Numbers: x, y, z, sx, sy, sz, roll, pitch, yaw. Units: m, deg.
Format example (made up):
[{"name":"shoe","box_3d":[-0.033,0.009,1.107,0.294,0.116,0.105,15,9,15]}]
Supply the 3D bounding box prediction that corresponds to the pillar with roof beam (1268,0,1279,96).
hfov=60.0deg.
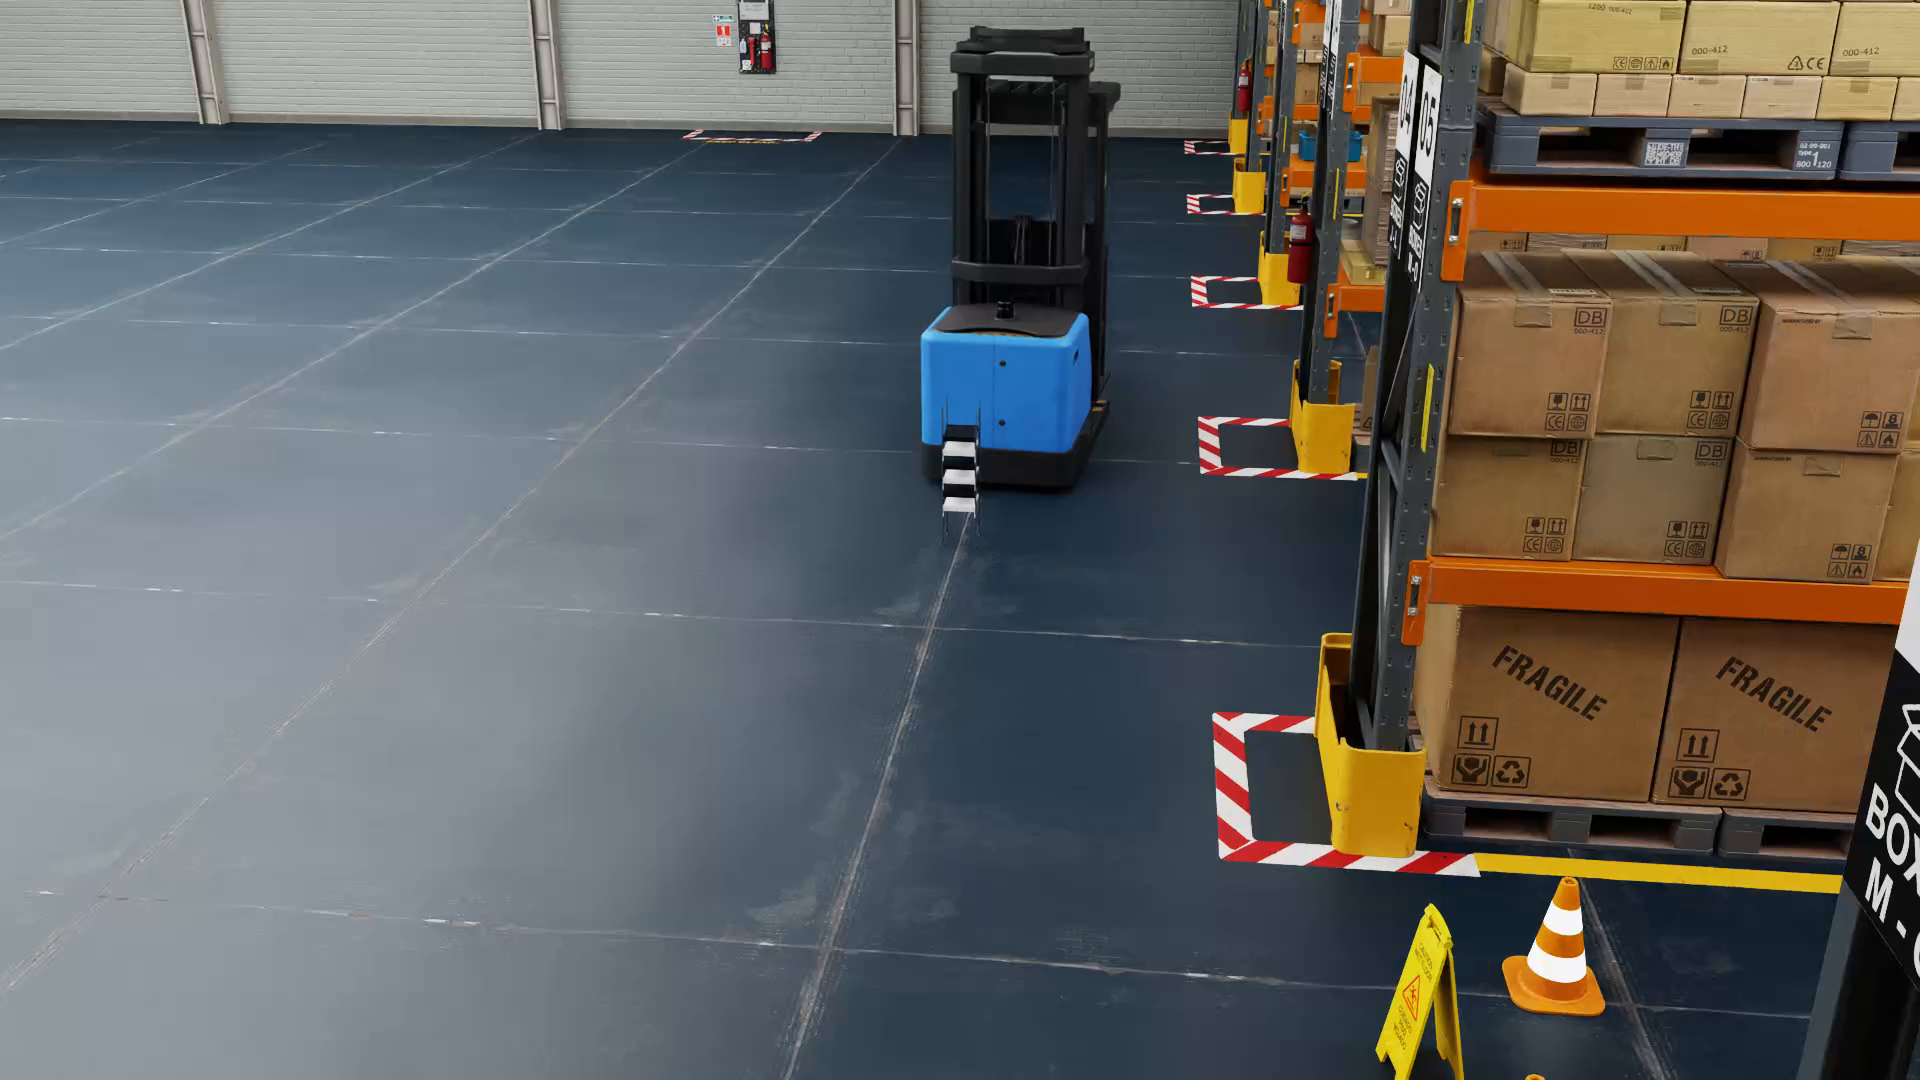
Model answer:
[{"name":"pillar with roof beam","box_3d":[4.577,-9.001,20.968,0.400,9.000,9.100,2,22,6]}]

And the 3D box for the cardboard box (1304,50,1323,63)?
[{"name":"cardboard box","box_3d":[4.334,-5.931,20.344,0.250,0.149,0.380,2,22,5]}]

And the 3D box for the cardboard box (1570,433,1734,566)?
[{"name":"cardboard box","box_3d":[2.776,-0.320,6.966,0.550,0.550,0.875,2,22,6]}]

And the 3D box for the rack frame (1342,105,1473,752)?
[{"name":"rack frame","box_3d":[1.854,-0.266,7.032,0.127,3.000,1.000,2,22,6]}]

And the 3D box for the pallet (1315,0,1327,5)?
[{"name":"pallet","box_3d":[3.931,-5.116,15.478,1.213,0.211,1.003,2,22,6]}]

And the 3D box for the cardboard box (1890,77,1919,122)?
[{"name":"cardboard box","box_3d":[3.410,-1.599,5.960,0.250,0.149,0.380,2,22,6]}]

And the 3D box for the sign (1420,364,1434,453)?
[{"name":"sign","box_3d":[1.783,-0.503,6.347,0.005,0.325,0.100,2,22,6]}]

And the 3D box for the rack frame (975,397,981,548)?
[{"name":"rack frame","box_3d":[0.109,-0.414,10.262,0.006,0.900,0.240,2,22,6]}]

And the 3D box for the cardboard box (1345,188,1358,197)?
[{"name":"cardboard box","box_3d":[4.711,-4.481,20.863,0.500,0.250,0.500,2,22,6]}]

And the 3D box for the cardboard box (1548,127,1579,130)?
[{"name":"cardboard box","box_3d":[4.044,-2.553,10.918,0.500,0.500,0.500,2,22,6]}]

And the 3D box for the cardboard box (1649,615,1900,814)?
[{"name":"cardboard box","box_3d":[3.409,0.570,7.238,0.875,0.875,0.875,2,22,5]}]

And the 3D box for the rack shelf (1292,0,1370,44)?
[{"name":"rack shelf","box_3d":[5.107,-4.854,15.538,4.000,0.370,1.077,2,22,6]}]

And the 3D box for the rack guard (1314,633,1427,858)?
[{"name":"rack guard","box_3d":[1.830,0.896,7.494,0.348,0.500,1.175,2,22,6]}]

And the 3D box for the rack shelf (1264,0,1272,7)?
[{"name":"rack shelf","box_3d":[5.694,-6.663,20.112,4.000,0.370,1.077,2,22,6]}]

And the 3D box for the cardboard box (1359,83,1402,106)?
[{"name":"cardboard box","box_3d":[5.184,-5.666,20.556,0.500,0.500,0.700,3,22,7]}]

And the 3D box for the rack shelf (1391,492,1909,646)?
[{"name":"rack shelf","box_3d":[3.840,0.155,6.946,4.000,0.370,1.077,2,22,6]}]

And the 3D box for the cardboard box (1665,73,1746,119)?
[{"name":"cardboard box","box_3d":[2.658,-1.632,6.043,0.250,0.149,0.380,3,22,6]}]

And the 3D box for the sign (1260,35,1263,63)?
[{"name":"sign","box_3d":[3.636,-5.926,20.064,0.005,0.325,0.100,2,22,6]}]

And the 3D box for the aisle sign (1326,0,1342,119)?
[{"name":"aisle sign","box_3d":[2.441,-3.174,10.853,0.004,0.787,0.394,2,22,6]}]

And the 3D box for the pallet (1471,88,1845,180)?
[{"name":"pallet","box_3d":[2.592,-1.591,6.425,1.213,0.211,1.003,2,22,6]}]

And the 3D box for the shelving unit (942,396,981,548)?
[{"name":"shelving unit","box_3d":[0.008,-0.418,10.273,0.210,0.900,0.258,2,22,6]}]

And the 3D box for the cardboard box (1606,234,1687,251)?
[{"name":"cardboard box","box_3d":[4.578,-2.182,11.339,0.500,0.500,0.875,2,22,6]}]

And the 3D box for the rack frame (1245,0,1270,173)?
[{"name":"rack frame","box_3d":[3.707,-5.689,20.750,0.127,3.000,1.000,2,22,6]}]

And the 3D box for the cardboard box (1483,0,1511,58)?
[{"name":"cardboard box","box_3d":[2.373,-2.052,6.562,0.500,0.250,0.500,3,22,7]}]

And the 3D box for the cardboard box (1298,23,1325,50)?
[{"name":"cardboard box","box_3d":[4.222,-6.312,20.424,0.500,0.500,0.700,3,22,6]}]

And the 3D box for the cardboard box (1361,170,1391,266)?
[{"name":"cardboard box","box_3d":[3.081,-2.223,11.443,0.500,0.500,0.875,2,22,6]}]

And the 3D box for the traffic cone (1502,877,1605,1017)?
[{"name":"traffic cone","box_3d":[2.214,1.455,6.129,0.334,0.463,0.336,2,22,6]}]

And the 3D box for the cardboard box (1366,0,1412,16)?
[{"name":"cardboard box","box_3d":[2.784,-3.487,10.761,0.250,0.149,0.380,2,22,6]}]

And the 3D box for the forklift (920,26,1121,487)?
[{"name":"forklift","box_3d":[0.538,-2.225,12.081,1.130,2.935,3.031,5,22,11]}]

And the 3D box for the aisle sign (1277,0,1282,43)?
[{"name":"aisle sign","box_3d":[3.084,-5.201,15.980,0.004,0.787,0.394,2,22,6]}]

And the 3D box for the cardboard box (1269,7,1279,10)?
[{"name":"cardboard box","box_3d":[4.780,-7.843,25.356,0.500,0.500,0.500,2,22,6]}]

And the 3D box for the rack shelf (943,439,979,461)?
[{"name":"rack shelf","box_3d":[0.008,-0.555,10.220,0.200,0.077,0.258,2,22,6]}]

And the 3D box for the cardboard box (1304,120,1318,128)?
[{"name":"cardboard box","box_3d":[5.529,-6.364,25.517,0.500,0.311,0.500,4,22,11]}]

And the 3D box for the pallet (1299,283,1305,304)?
[{"name":"pallet","box_3d":[4.008,-2.561,16.630,1.213,0.211,1.003,2,22,6]}]

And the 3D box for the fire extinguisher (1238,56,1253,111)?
[{"name":"fire extinguisher","box_3d":[3.645,-5.828,21.206,0.183,0.674,0.296,2,22,6]}]

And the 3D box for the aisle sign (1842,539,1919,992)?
[{"name":"aisle sign","box_3d":[1.344,0.228,2.246,0.004,0.787,0.394,2,22,6]}]

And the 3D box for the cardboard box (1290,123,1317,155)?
[{"name":"cardboard box","box_3d":[4.275,-5.040,21.256,0.500,0.500,0.500,2,22,6]}]

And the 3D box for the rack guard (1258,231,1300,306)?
[{"name":"rack guard","box_3d":[3.202,-2.732,16.670,0.348,0.500,1.175,2,22,6]}]

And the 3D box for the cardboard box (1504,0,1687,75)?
[{"name":"cardboard box","box_3d":[2.303,-1.856,6.068,0.500,0.250,0.500,2,22,6]}]

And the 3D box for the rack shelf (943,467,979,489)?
[{"name":"rack shelf","box_3d":[0.008,-0.387,10.286,0.200,0.077,0.258,2,22,6]}]

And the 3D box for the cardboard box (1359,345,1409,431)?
[{"name":"cardboard box","box_3d":[3.156,-1.072,11.900,0.500,0.500,0.500,7,23,16]}]

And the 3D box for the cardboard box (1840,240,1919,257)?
[{"name":"cardboard box","box_3d":[6.070,-2.126,11.197,0.500,0.500,0.875,2,22,6]}]

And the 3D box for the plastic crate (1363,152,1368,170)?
[{"name":"plastic crate","box_3d":[3.972,-3.602,15.829,0.250,0.136,0.298,2,22,6]}]

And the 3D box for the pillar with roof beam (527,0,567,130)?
[{"name":"pillar with roof beam","box_3d":[-7.340,-9.521,22.282,0.400,9.000,9.100,2,22,6]}]

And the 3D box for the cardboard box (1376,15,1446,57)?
[{"name":"cardboard box","box_3d":[2.986,-3.282,10.786,0.500,0.250,0.500,3,22,8]}]

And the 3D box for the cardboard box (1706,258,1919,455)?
[{"name":"cardboard box","box_3d":[3.315,-0.744,6.568,0.550,0.550,0.875,2,22,6]}]
